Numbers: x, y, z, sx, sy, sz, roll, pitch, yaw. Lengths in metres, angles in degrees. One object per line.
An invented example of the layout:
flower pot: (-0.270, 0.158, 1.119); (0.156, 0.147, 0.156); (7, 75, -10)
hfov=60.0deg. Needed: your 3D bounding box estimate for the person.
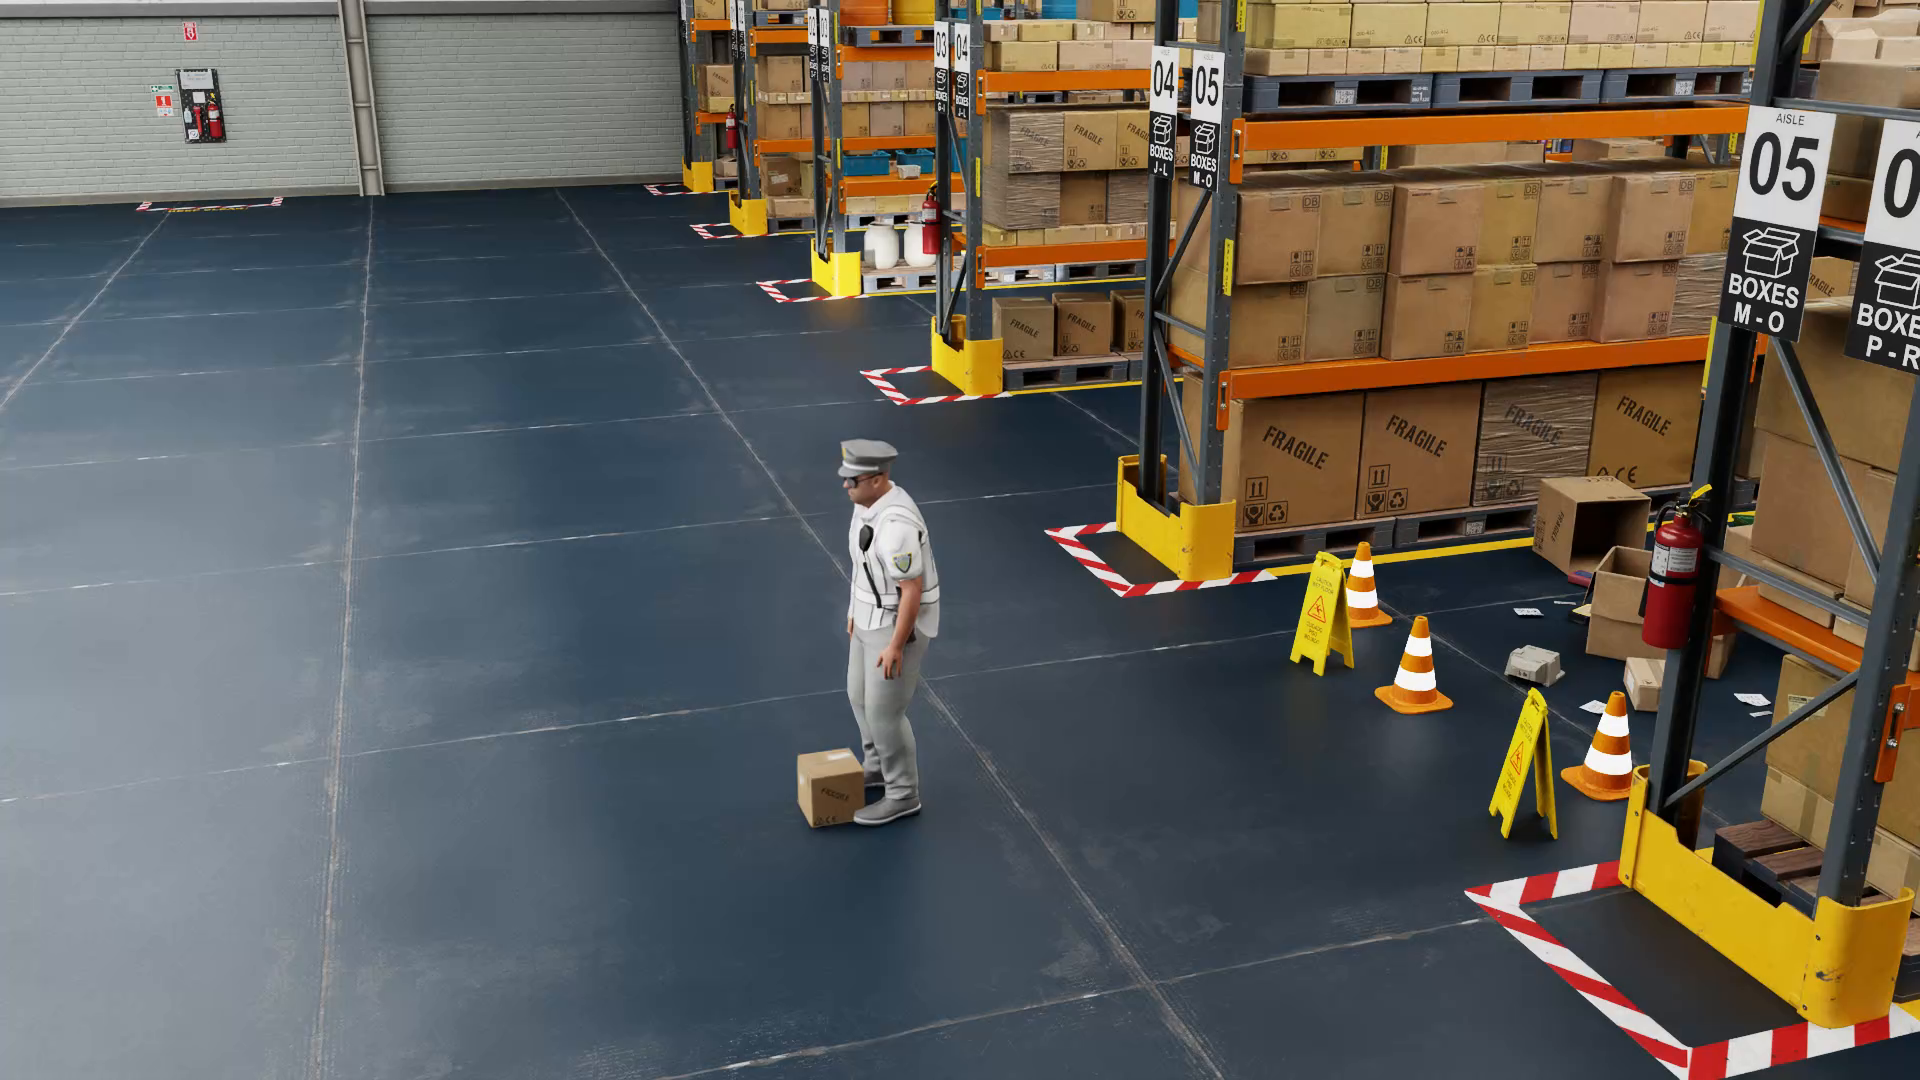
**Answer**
person: (-0.327, 0.389, 7.430); (0.434, 1.748, 0.580); (-7, 20, -19)
